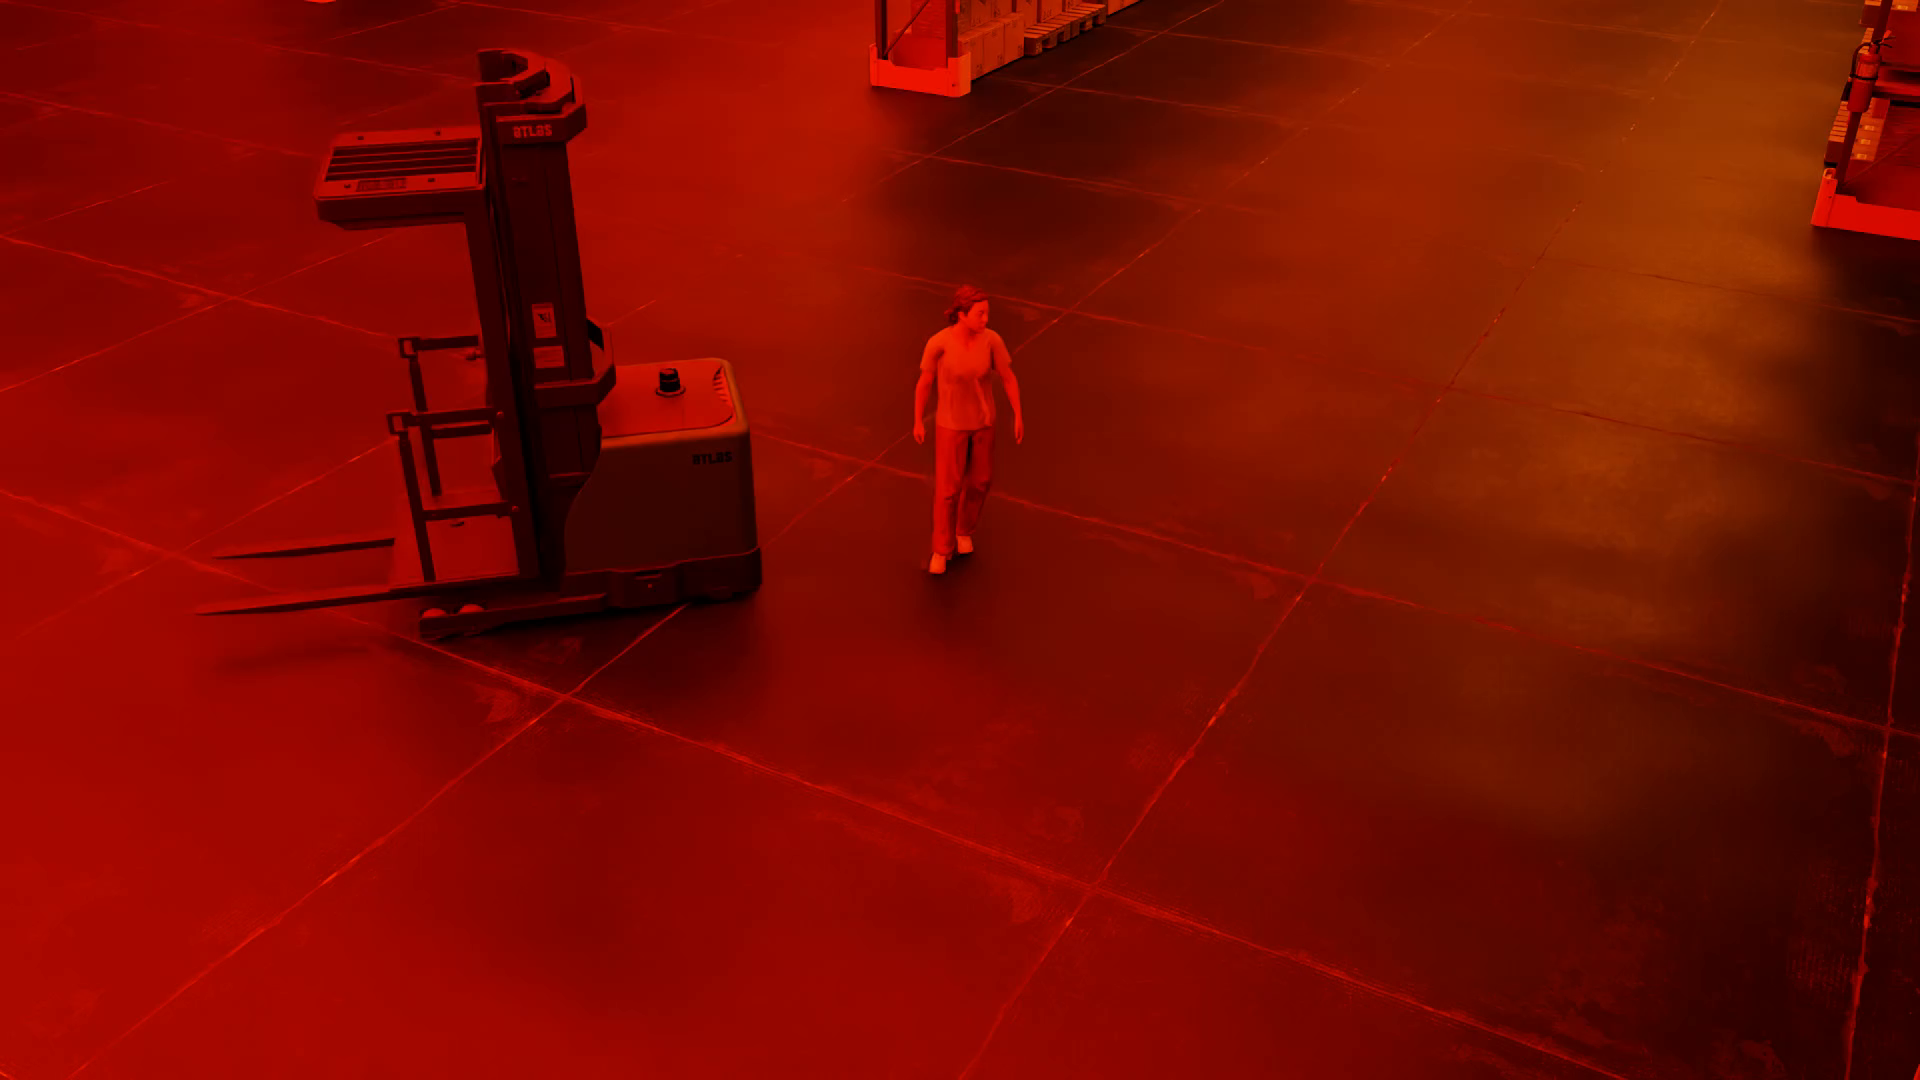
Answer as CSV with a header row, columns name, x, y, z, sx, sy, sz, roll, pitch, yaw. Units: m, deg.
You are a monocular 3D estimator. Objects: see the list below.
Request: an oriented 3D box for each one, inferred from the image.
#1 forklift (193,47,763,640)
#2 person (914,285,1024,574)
name,x,y,z,sx,sy,sz,roll,pitch,yaw
forklift,-2.696,-1.017,8.832,3.031,2.935,1.130,-7,31,-11
person,0.042,-0.644,9.472,0.616,1.655,0.488,-11,32,-18
